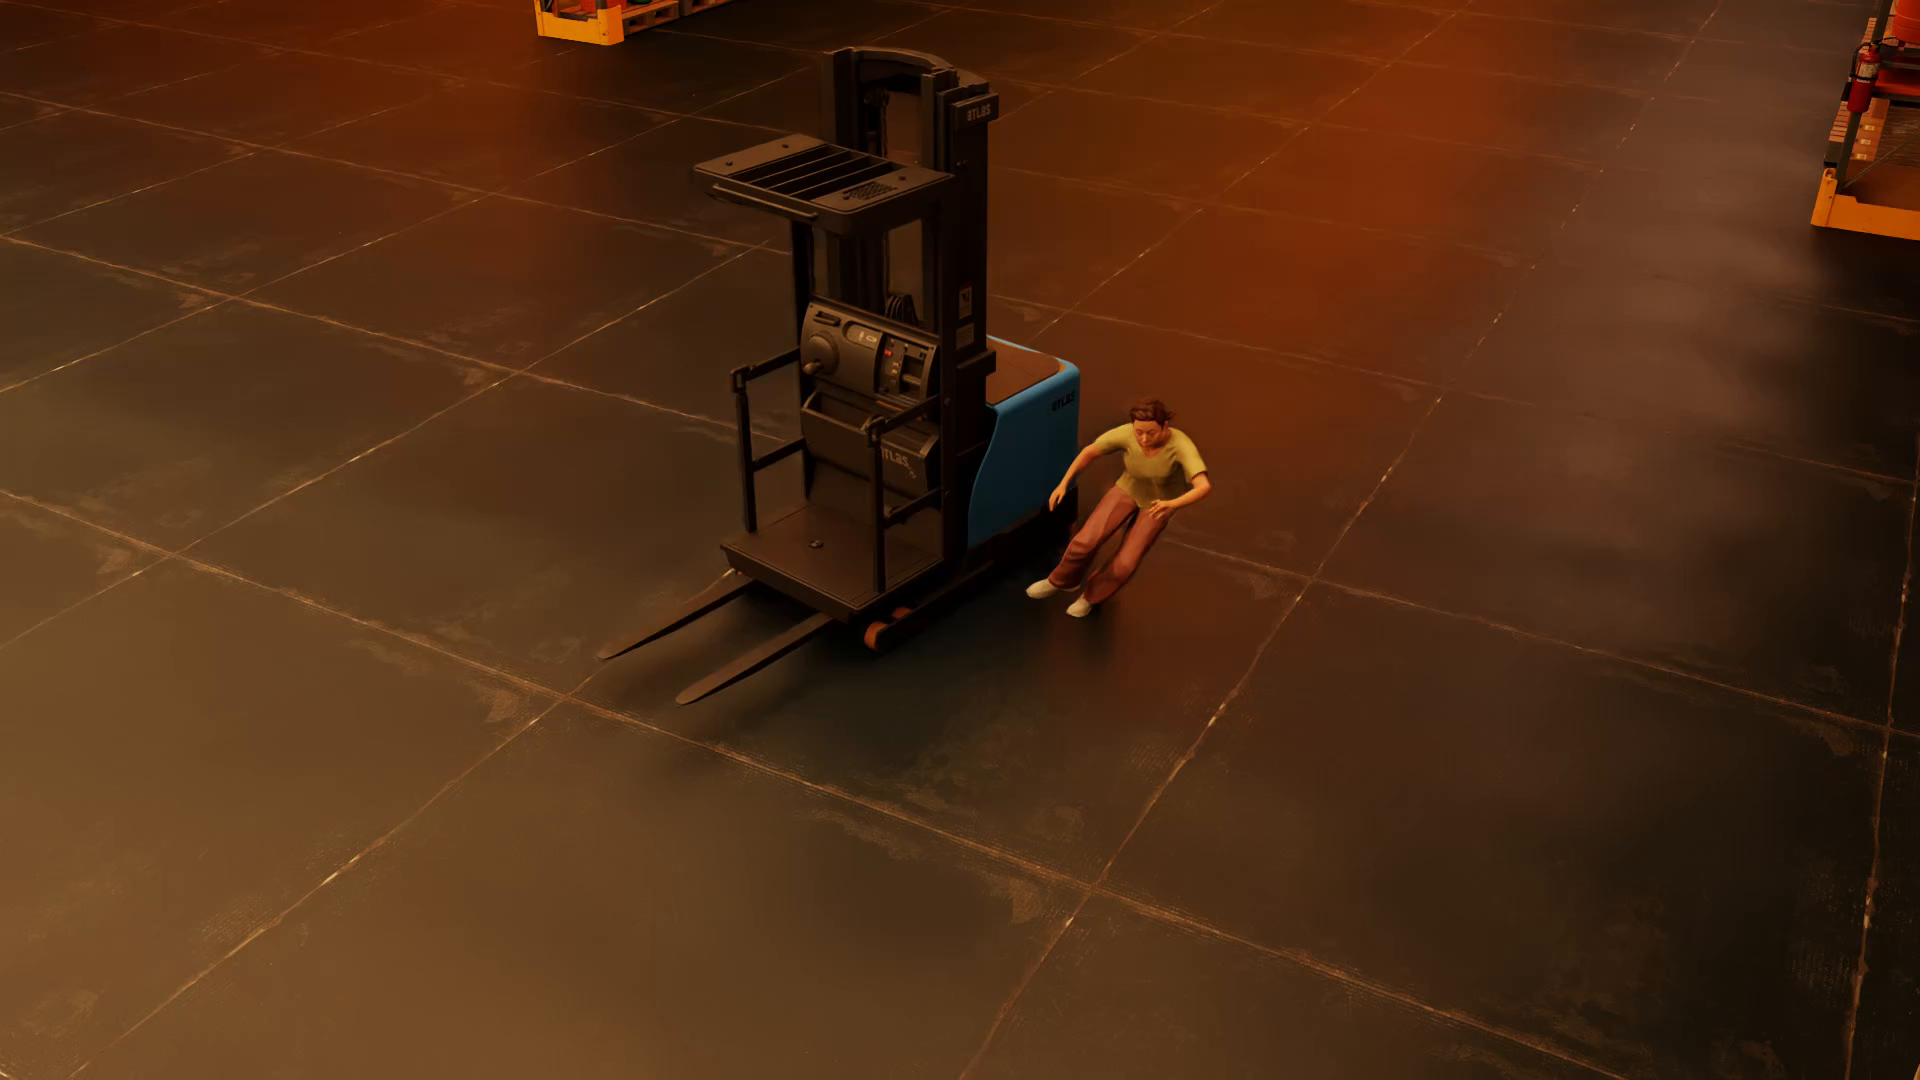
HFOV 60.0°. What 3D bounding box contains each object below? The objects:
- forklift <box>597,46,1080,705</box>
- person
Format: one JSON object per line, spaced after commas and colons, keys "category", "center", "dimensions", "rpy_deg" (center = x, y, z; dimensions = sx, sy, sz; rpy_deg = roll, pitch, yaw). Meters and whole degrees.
{"category": "forklift", "center": [-0.629, -0.950, 8.717], "dimensions": [1.130, 2.935, 3.031], "rpy_deg": [23, 37, 34]}
{"category": "person", "center": [0.826, -0.119, 8.777], "dimensions": [0.990, 1.434, 0.819], "rpy_deg": [8, 31, 13]}
